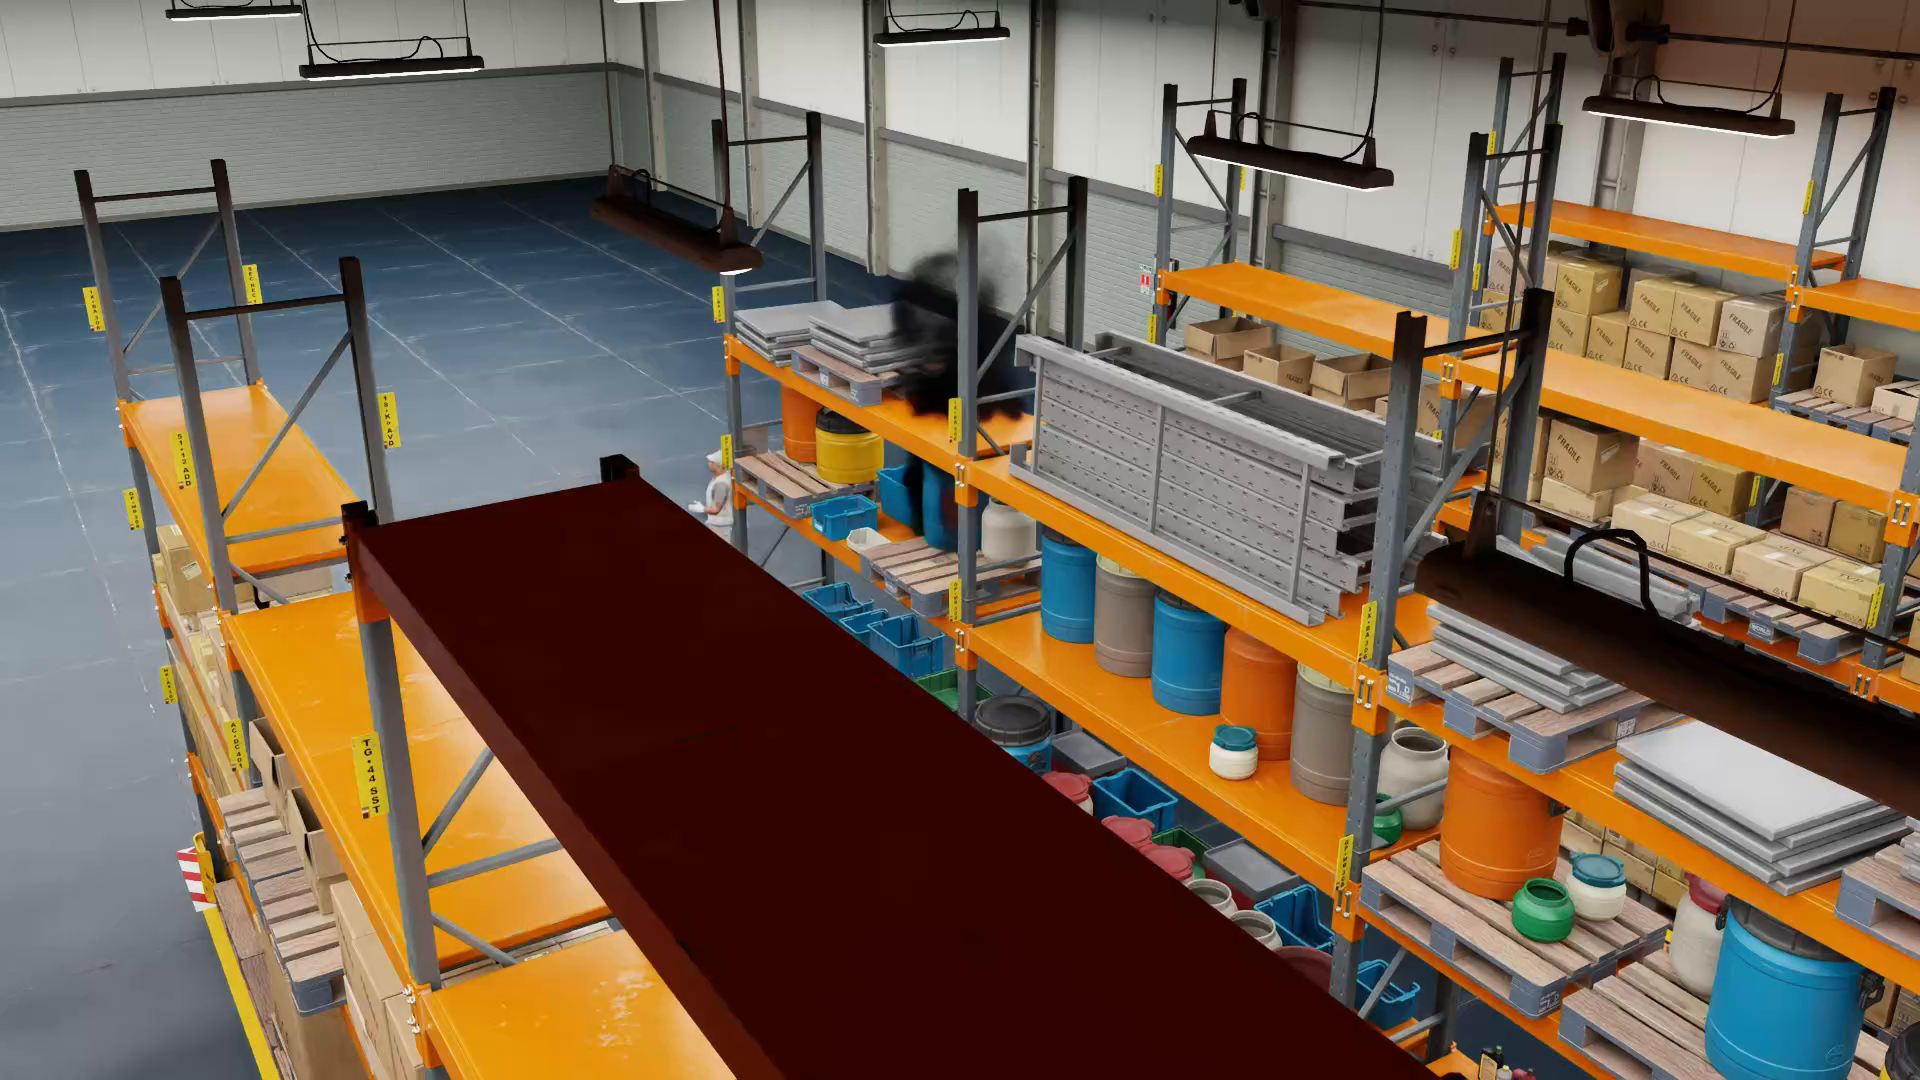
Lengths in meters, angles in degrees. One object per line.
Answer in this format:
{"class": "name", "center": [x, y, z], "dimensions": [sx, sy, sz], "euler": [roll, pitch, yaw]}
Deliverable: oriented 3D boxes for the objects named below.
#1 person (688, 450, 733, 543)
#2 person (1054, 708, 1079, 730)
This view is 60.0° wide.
{"class": "person", "center": [-2.865, -0.224, 19.558], "dimensions": [0.640, 1.746, 0.653], "euler": [-3, 22, -8]}
{"class": "person", "center": [1.046, 1.471, 15.282], "dimensions": [0.649, 1.775, 0.946], "euler": [-15, 26, -33]}
